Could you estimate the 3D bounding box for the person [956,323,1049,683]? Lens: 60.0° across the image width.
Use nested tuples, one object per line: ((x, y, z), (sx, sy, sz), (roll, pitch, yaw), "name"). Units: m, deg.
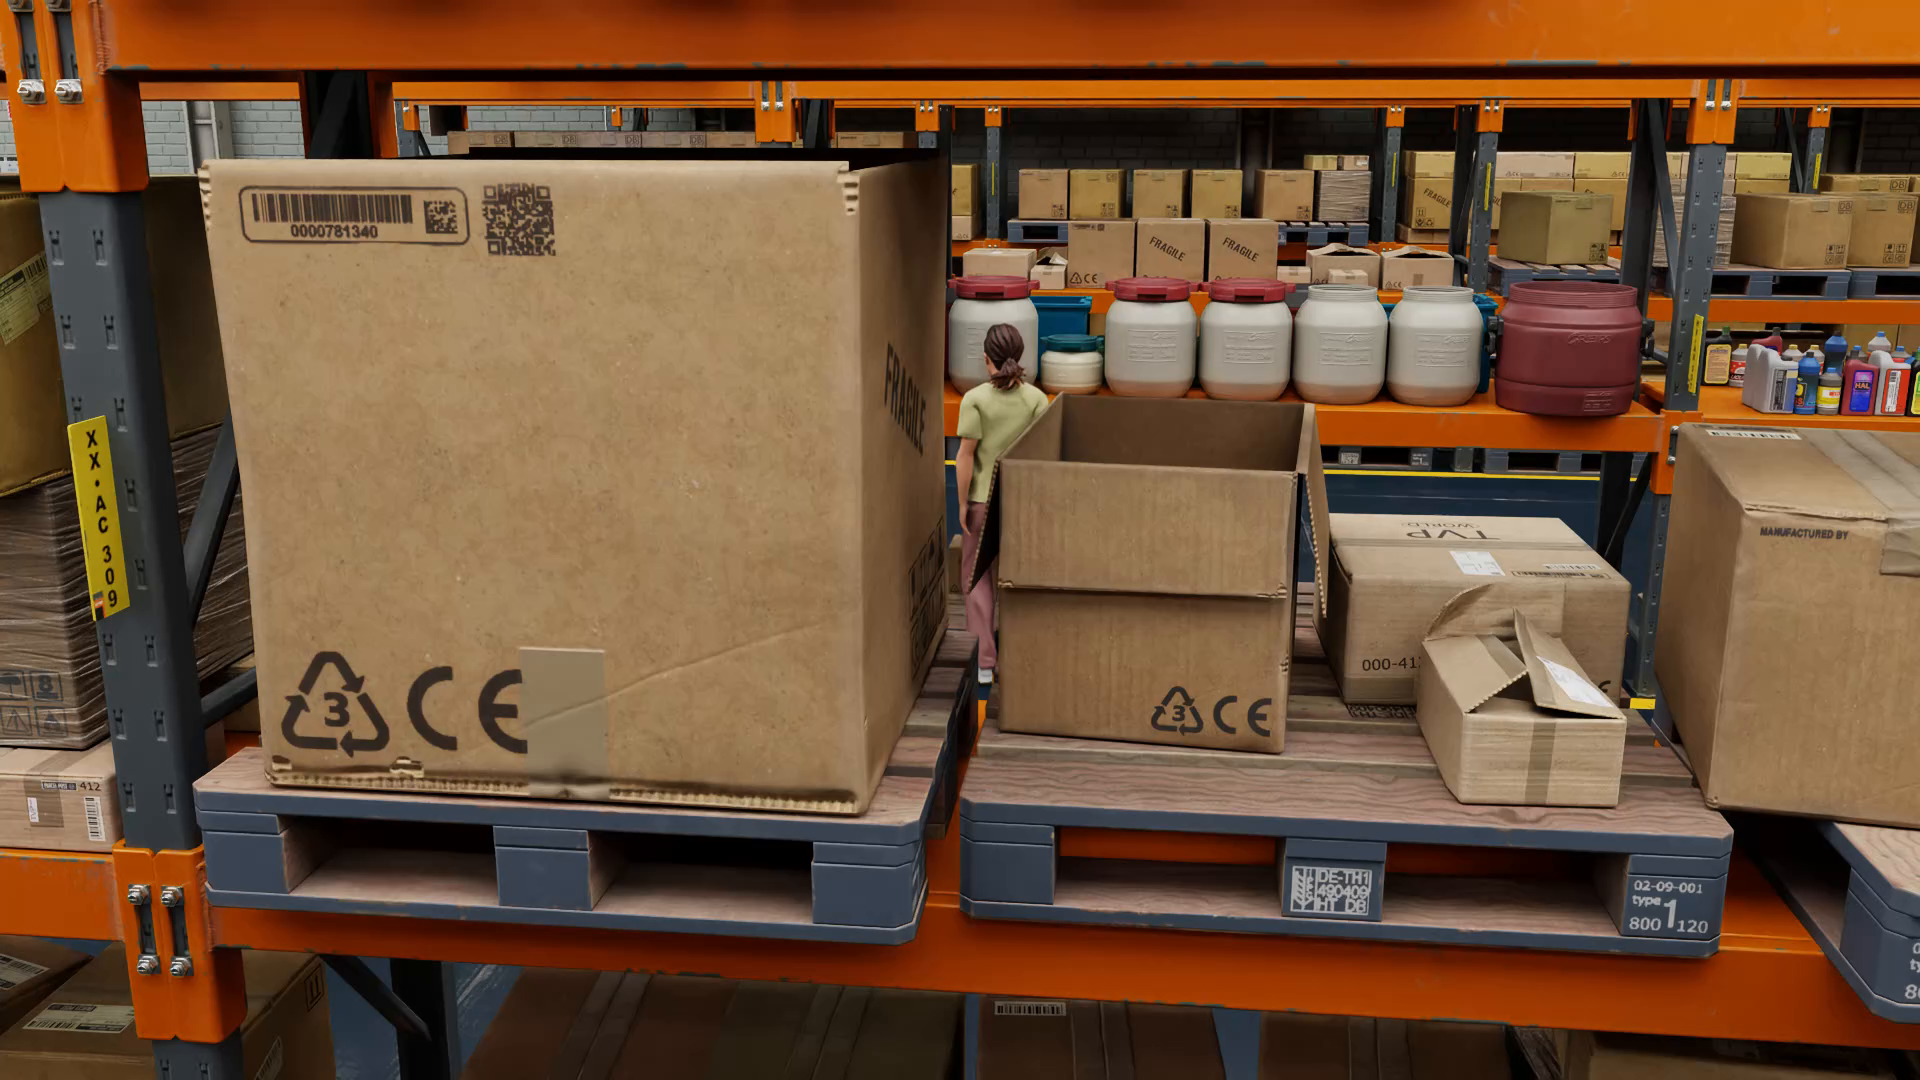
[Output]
((0.193, -0.153, 7.621), (0.440, 1.679, 0.356), (-2, 14, -8), "person")
